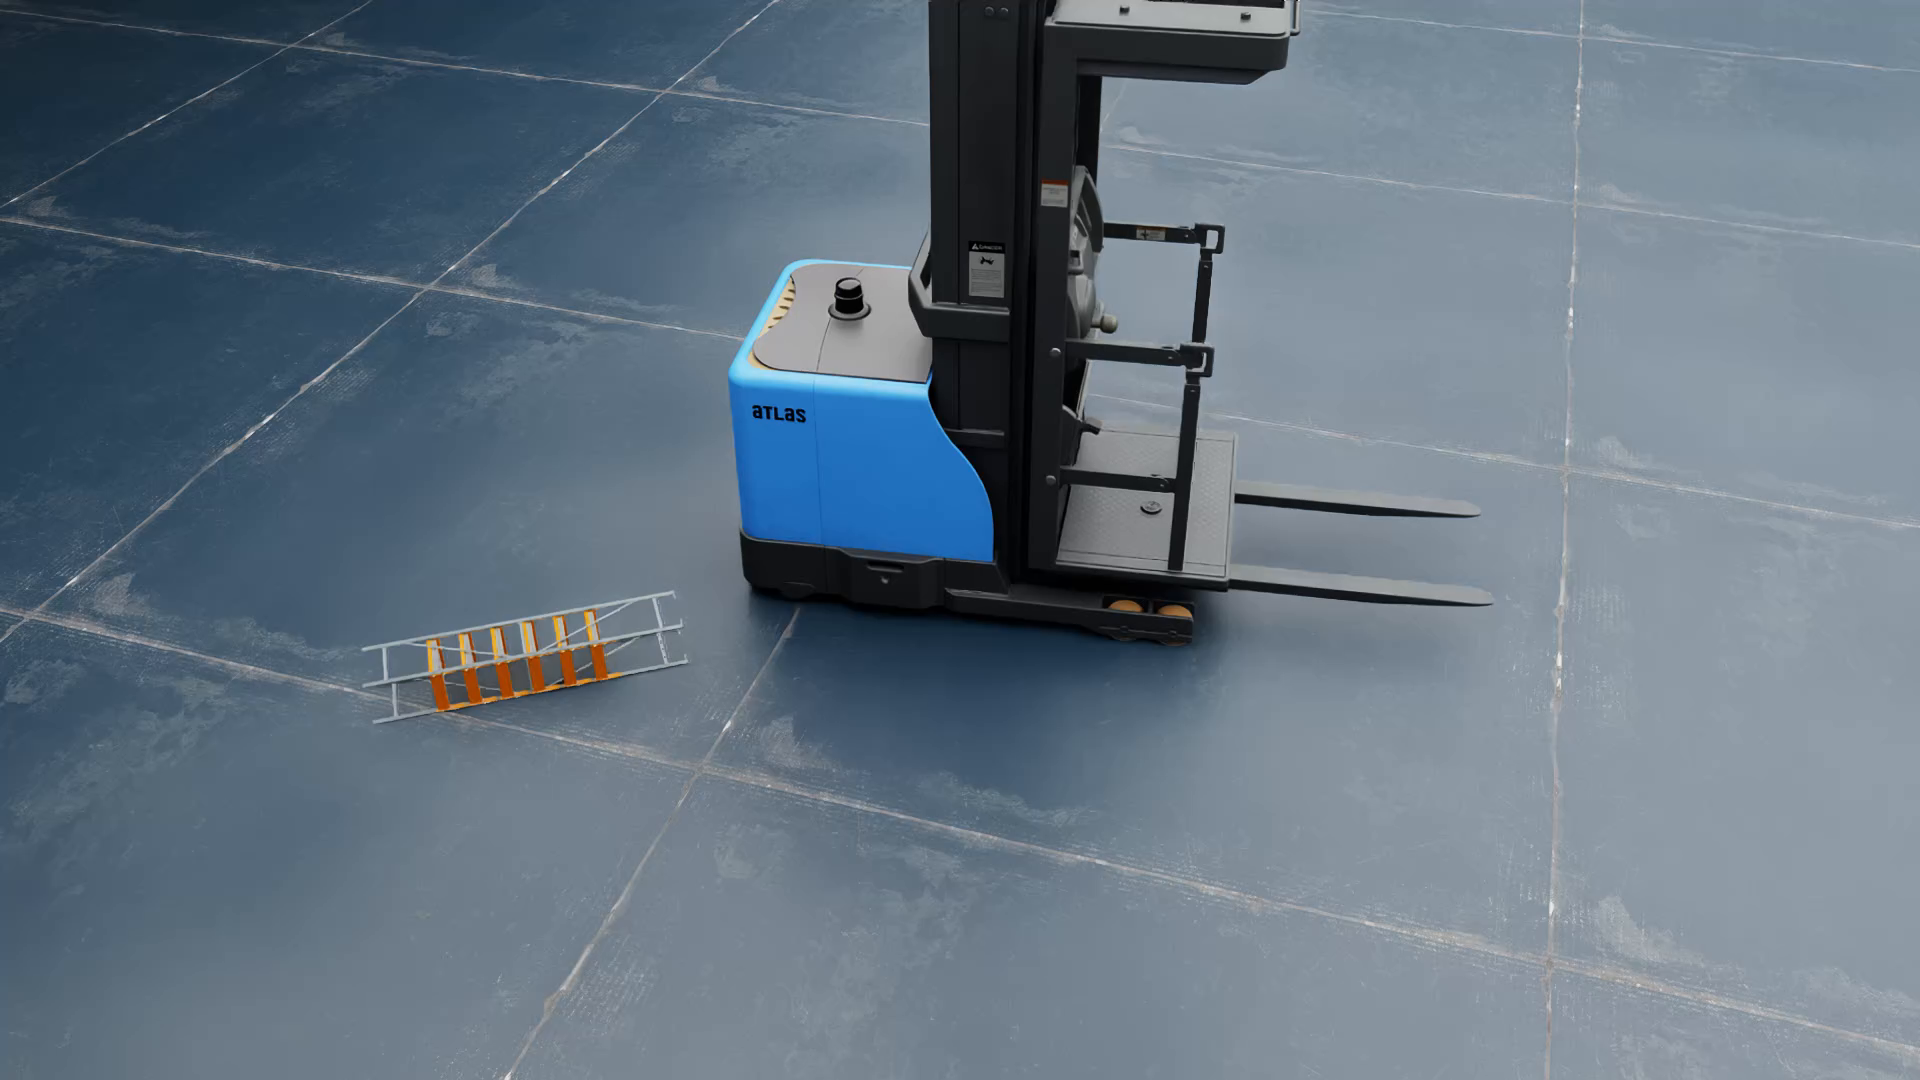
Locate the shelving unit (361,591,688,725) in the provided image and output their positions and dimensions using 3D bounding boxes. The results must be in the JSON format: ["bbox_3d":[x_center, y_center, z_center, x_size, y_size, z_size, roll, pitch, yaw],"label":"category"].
[{"bbox_3d":[-1.683,0.451,6.474,1.200,0.189,0.258,-10,38,-14],"label":"shelving unit"}]

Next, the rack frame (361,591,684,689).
[{"bbox_3d":[-1.683,0.378,6.419,1.200,0.006,0.240,-10,38,-14],"label":"rack frame"}]

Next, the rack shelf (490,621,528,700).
[{"bbox_3d":[-1.755,0.464,6.456,0.103,0.180,0.258,-10,38,-14],"label":"rack shelf"}]

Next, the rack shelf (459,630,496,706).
[{"bbox_3d":[-1.870,0.486,6.427,0.103,0.180,0.258,-10,38,-14],"label":"rack shelf"}]

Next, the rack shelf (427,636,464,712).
[{"bbox_3d":[-1.985,0.507,6.398,0.103,0.180,0.258,-10,38,-14],"label":"rack shelf"}]

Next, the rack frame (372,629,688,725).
[{"bbox_3d":[-1.683,0.525,6.528,1.200,0.006,0.240,-10,38,-14],"label":"rack frame"}]

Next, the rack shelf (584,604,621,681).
[{"bbox_3d":[-1.412,0.401,6.541,0.103,0.180,0.258,-10,38,-14],"label":"rack shelf"}]

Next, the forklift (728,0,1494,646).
[{"bbox_3d":[0.661,-1.095,6.265,3.031,2.935,1.130,6,37,8],"label":"forklift"}]

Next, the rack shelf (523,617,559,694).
[{"bbox_3d":[-1.641,0.443,6.484,0.103,0.180,0.258,-10,38,-14],"label":"rack shelf"}]

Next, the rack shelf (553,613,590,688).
[{"bbox_3d":[-1.526,0.422,6.513,0.103,0.180,0.258,-10,38,-14],"label":"rack shelf"}]
